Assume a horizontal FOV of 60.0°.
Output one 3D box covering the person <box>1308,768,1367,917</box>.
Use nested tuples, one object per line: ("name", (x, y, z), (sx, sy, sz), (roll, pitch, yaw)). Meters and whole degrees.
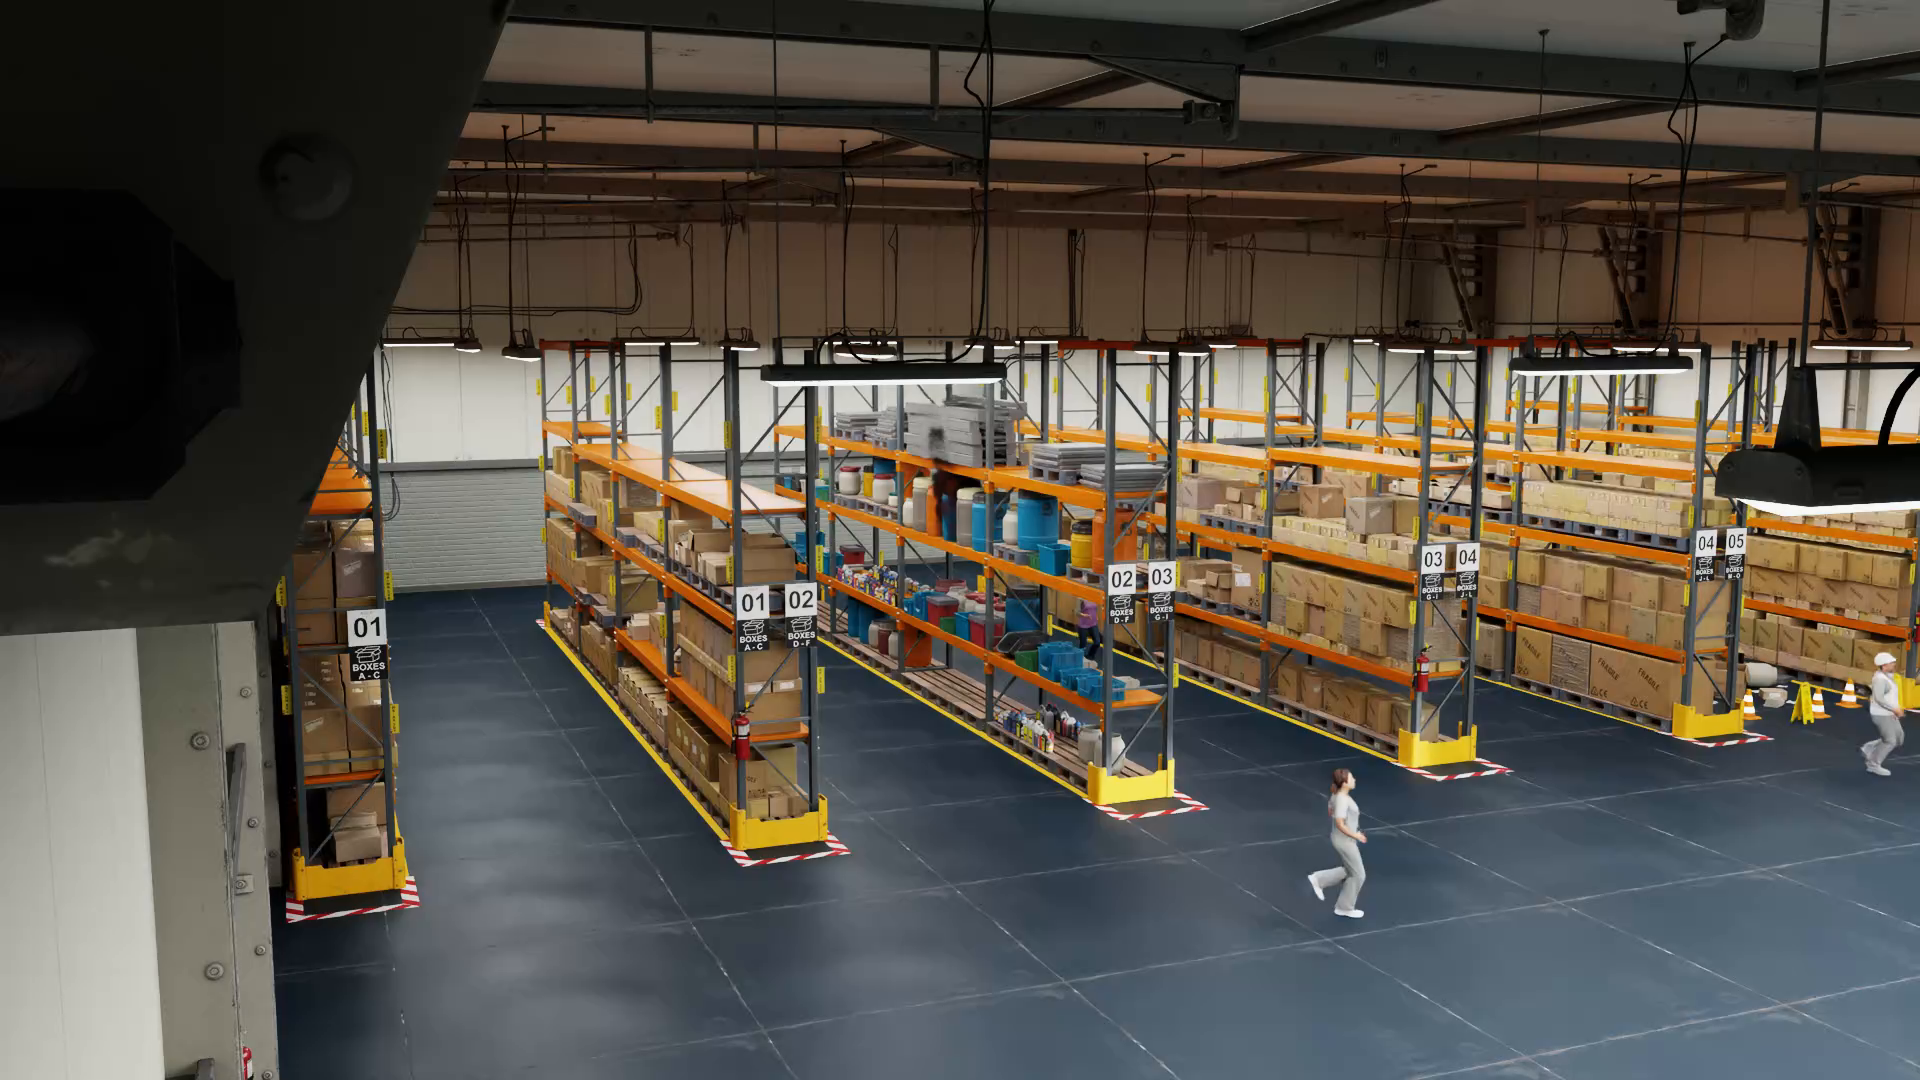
("person", (4.043, 3.233, 17.773), (0.589, 1.632, 0.565), (1, 7, 4))

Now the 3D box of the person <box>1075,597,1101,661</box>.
("person", (2.240, 1.517, 28.865), (0.509, 1.617, 0.624), (-4, 8, -25))

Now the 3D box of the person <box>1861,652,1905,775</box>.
("person", (13.049, 2.440, 23.433), (0.487, 1.735, 0.666), (4, 9, 31))
